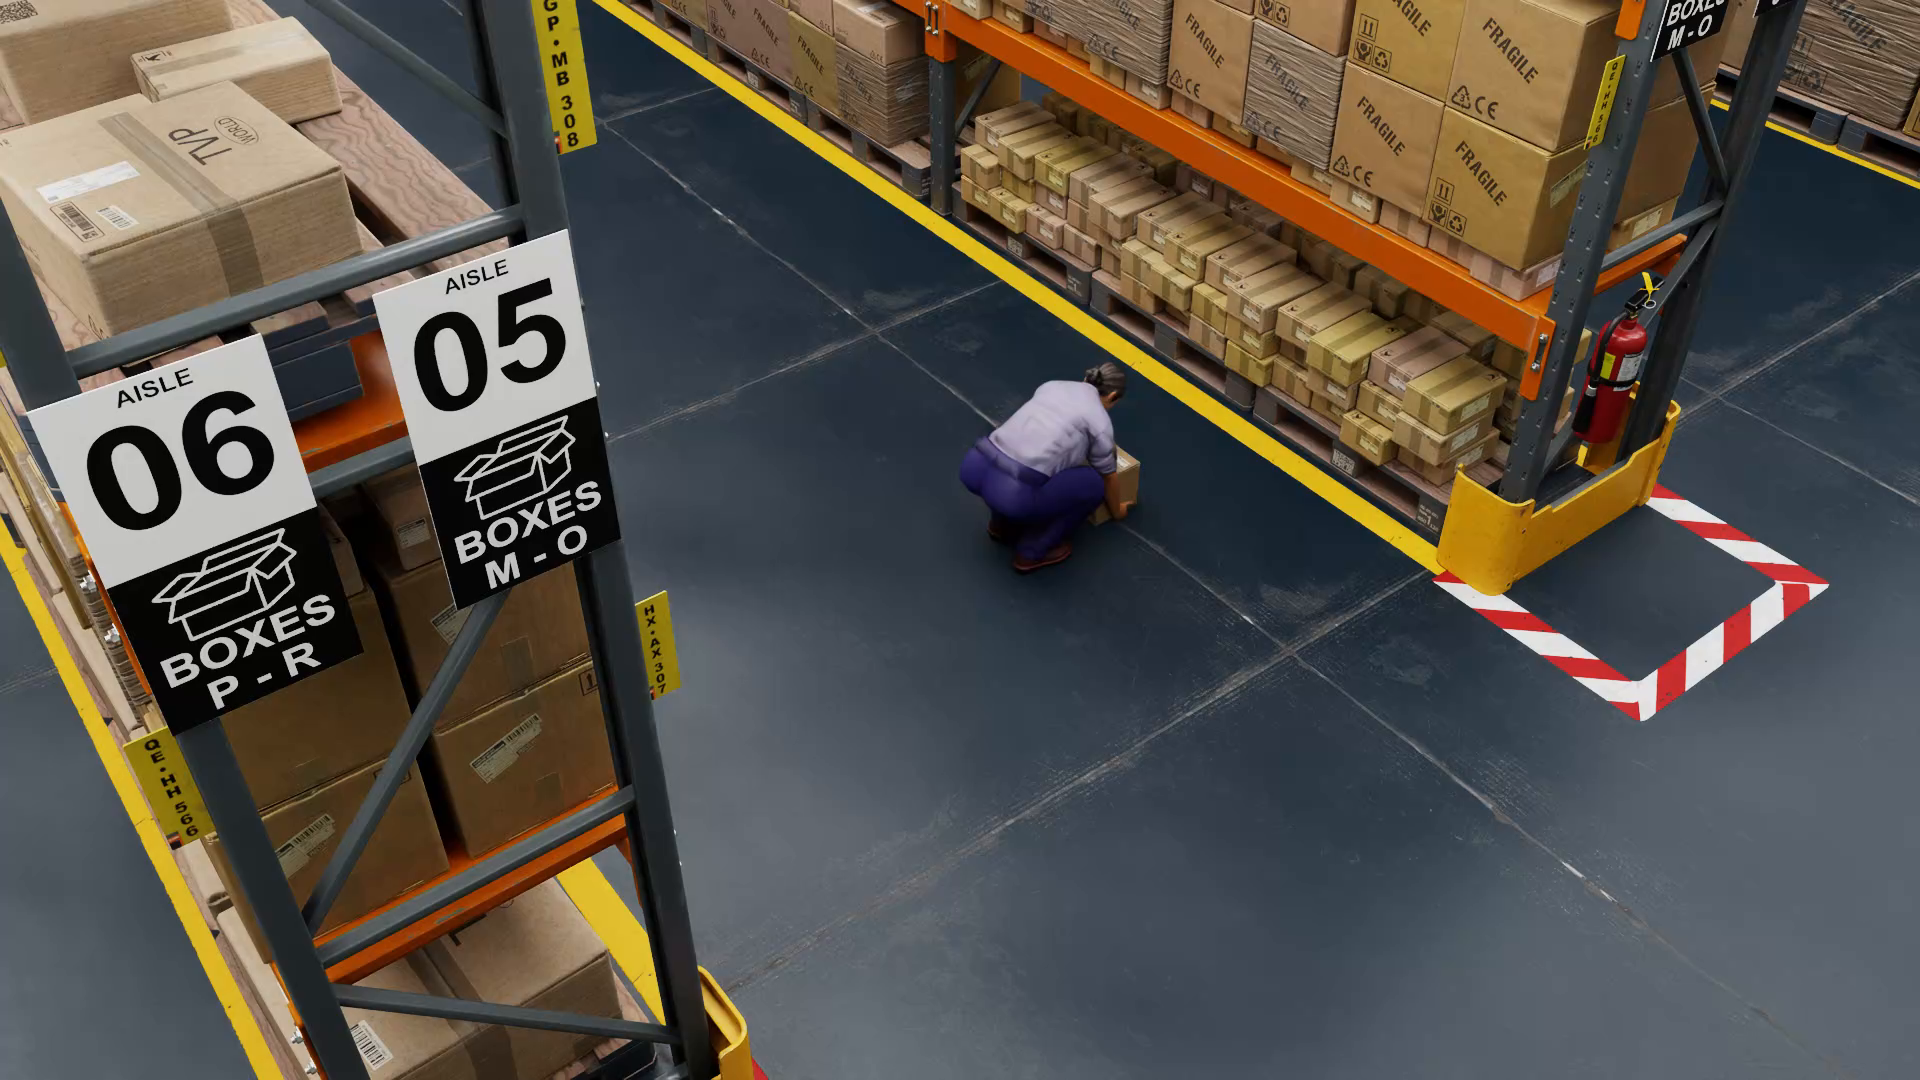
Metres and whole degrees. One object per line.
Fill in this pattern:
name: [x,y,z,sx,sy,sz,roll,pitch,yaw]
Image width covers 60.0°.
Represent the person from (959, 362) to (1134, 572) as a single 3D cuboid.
person: [0.400,-0.317,7.256,0.878,0.755,0.496,-28,48,-28]
